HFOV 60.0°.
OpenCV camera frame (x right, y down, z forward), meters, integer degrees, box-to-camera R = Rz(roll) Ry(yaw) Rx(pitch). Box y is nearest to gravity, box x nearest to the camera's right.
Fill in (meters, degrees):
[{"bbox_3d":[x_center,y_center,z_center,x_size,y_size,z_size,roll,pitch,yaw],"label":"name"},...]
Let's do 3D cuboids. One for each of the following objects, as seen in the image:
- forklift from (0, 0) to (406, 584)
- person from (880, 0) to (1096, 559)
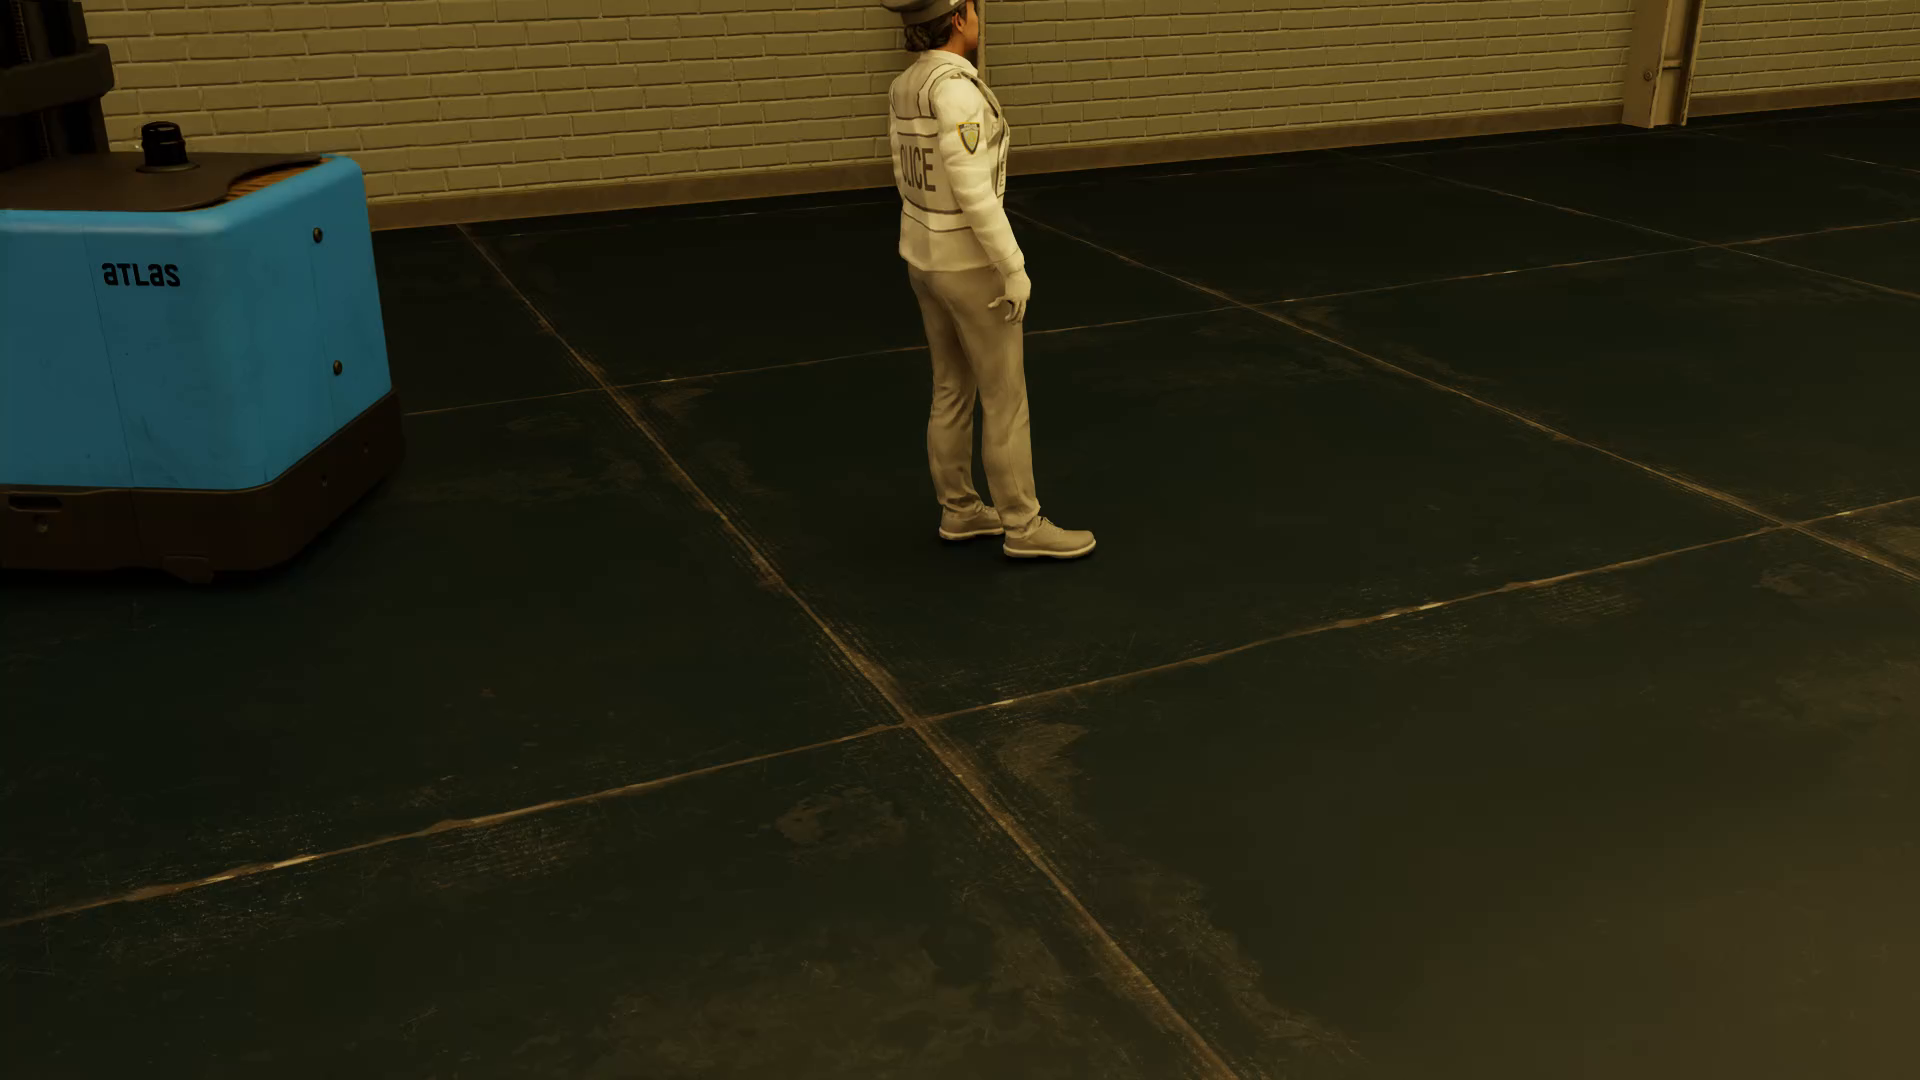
[{"bbox_3d":[-3.405,-1.441,4.755,3.031,2.935,1.130,2,23,4],"label":"forklift"},{"bbox_3d":[0.063,-0.798,4.800,0.533,1.696,0.588,-10,25,-23],"label":"person"}]
